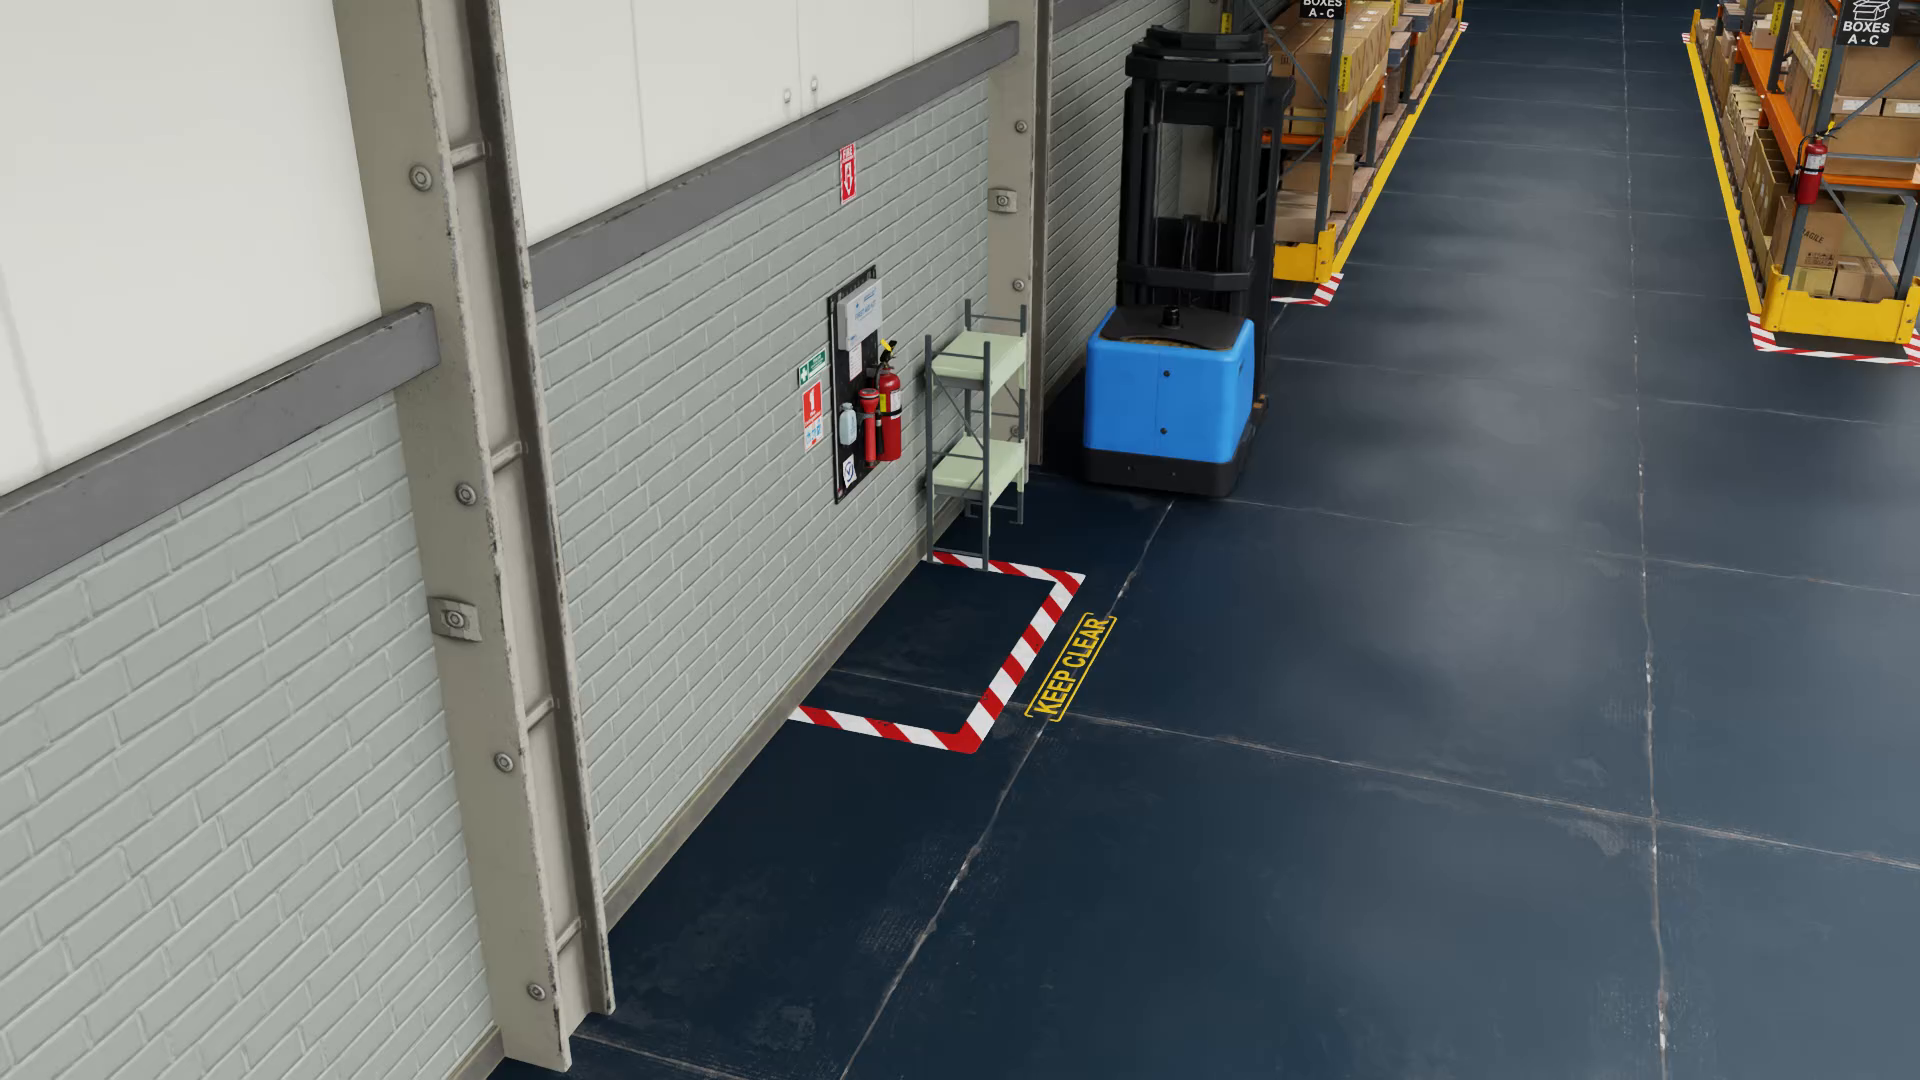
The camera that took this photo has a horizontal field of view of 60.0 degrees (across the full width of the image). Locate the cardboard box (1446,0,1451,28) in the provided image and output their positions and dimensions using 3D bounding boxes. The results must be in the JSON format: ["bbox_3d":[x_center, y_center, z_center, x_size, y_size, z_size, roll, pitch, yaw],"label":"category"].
[{"bbox_3d":[7.979,-9.031,28.347,0.700,0.500,0.500,9,27,17],"label":"cardboard box"}]

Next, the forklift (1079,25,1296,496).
[{"bbox_3d":[1.739,-2.233,11.998,1.130,2.935,3.031,7,27,15],"label":"forklift"}]

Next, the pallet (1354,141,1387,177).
[{"bbox_3d":[4.548,-4.609,20.026,1.003,0.211,1.213,9,27,17],"label":"pallet"}]

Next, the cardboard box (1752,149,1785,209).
[{"bbox_3d":[8.181,-3.559,16.472,0.500,0.500,0.500,9,27,17],"label":"cardboard box"}]

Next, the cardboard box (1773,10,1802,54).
[{"bbox_3d":[9.751,-5.823,19.221,0.500,0.500,0.500,7,27,15],"label":"cardboard box"}]

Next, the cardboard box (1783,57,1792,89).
[{"bbox_3d":[9.086,-4.968,17.740,0.500,0.250,0.500,11,28,21],"label":"cardboard box"}]

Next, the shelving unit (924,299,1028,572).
[{"bbox_3d":[0.104,-0.657,10.387,0.431,1.500,0.755,9,27,17],"label":"shelving unit"}]

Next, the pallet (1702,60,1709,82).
[{"bbox_3d":[11.855,-7.141,25.257,1.003,0.211,1.213,9,27,17],"label":"pallet"}]

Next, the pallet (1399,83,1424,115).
[{"bbox_3d":[5.955,-6.245,23.406,1.003,0.211,1.213,9,27,17],"label":"pallet"}]

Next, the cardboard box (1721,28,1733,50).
[{"bbox_3d":[10.902,-6.950,23.166,0.500,0.250,0.500,9,27,18],"label":"cardboard box"}]

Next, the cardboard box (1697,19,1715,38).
[{"bbox_3d":[12.342,-8.331,27.164,0.500,0.250,0.500,9,27,17],"label":"cardboard box"}]

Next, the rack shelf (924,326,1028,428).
[{"bbox_3d":[0.104,-1.009,10.217,0.431,0.370,0.720,9,27,17],"label":"rack shelf"}]

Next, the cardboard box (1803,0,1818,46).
[{"bbox_3d":[8.655,-5.064,16.164,0.700,0.500,0.500,9,27,17],"label":"cardboard box"}]

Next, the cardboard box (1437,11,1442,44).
[{"bbox_3d":[7.298,-8.187,26.604,0.700,0.500,0.500,9,27,18],"label":"cardboard box"}]

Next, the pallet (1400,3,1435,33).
[{"bbox_3d":[5.485,-6.793,21.557,1.213,0.211,1.003,9,27,17],"label":"pallet"}]

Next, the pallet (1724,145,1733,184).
[{"bbox_3d":[9.576,-4.383,19.560,1.003,0.211,1.213,9,27,17],"label":"pallet"}]

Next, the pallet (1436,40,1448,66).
[{"bbox_3d":[7.280,-7.877,26.777,1.003,0.211,1.213,9,27,17],"label":"pallet"}]

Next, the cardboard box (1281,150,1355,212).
[{"bbox_3d":[3.756,-3.772,17.463,0.700,0.500,0.500,7,27,14],"label":"cardboard box"}]

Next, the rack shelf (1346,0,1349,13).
[{"bbox_3d":[3.625,-5.748,16.563,1.077,0.370,4.000,9,27,17],"label":"rack shelf"}]

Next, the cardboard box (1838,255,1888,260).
[{"bbox_3d":[8.183,-2.528,15.203,0.500,0.250,0.500,9,27,17],"label":"cardboard box"}]

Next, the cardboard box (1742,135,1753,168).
[{"bbox_3d":[8.828,-4.238,18.092,0.500,0.311,0.500,9,27,17],"label":"cardboard box"}]

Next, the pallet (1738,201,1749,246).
[{"bbox_3d":[8.659,-3.251,17.222,1.003,0.211,1.213,9,27,17],"label":"pallet"}]

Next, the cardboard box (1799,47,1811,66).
[{"bbox_3d":[8.352,-4.661,16.076,0.380,0.149,0.250,8,27,16],"label":"cardboard box"}]

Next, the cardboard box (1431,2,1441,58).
[{"bbox_3d":[6.859,-7.766,25.333,0.750,0.750,0.750,9,27,18],"label":"cardboard box"}]

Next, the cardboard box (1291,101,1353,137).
[{"bbox_3d":[3.421,-3.996,15.709,0.500,0.250,0.500,8,27,16],"label":"cardboard box"}]

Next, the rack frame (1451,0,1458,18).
[{"bbox_3d":[8.284,-10.475,28.942,1.000,3.000,0.127,9,27,17],"label":"rack frame"}]

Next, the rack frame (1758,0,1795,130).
[{"bbox_3d":[8.963,-4.827,17.277,1.000,3.000,0.127,9,27,17],"label":"rack frame"}]

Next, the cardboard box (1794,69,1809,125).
[{"bbox_3d":[8.481,-4.265,16.002,0.700,0.500,0.500,9,27,18],"label":"cardboard box"}]

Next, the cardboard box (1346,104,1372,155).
[{"bbox_3d":[4.520,-4.921,19.836,0.700,0.500,0.500,10,27,19],"label":"cardboard box"}]

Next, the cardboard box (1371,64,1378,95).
[{"bbox_3d":[4.092,-4.834,17.441,0.500,0.250,0.500,9,27,17],"label":"cardboard box"}]

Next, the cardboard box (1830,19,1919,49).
[{"bbox_3d":[7.987,-4.240,14.462,0.700,0.500,0.500,8,27,16],"label":"cardboard box"}]

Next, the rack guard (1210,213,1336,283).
[{"bbox_3d":[2.985,-2.806,15.971,1.175,0.500,0.348,9,27,17],"label":"rack guard"}]

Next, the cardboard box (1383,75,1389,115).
[{"bbox_3d":[5.150,-5.762,21.572,0.700,0.500,0.500,9,27,17],"label":"cardboard box"}]

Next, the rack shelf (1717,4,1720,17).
[{"bbox_3d":[12.291,-8.612,25.921,1.077,0.370,4.000,9,27,17],"label":"rack shelf"}]

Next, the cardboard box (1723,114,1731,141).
[{"bbox_3d":[9.677,-5.042,20.396,0.500,0.250,0.500,8,27,16],"label":"cardboard box"}]

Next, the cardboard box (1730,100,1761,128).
[{"bbox_3d":[9.504,-5.075,19.820,0.500,0.311,0.500,8,27,16],"label":"cardboard box"}]

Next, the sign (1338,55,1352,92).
[{"bbox_3d":[3.471,-4.211,15.011,0.100,0.325,0.005,9,27,17],"label":"sign"}]

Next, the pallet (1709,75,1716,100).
[{"bbox_3d":[11.390,-6.519,23.973,1.003,0.211,1.213,9,27,17],"label":"pallet"}]

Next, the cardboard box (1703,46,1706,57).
[{"bbox_3d":[11.616,-7.467,25.497,0.380,0.149,0.250,9,27,17],"label":"cardboard box"}]

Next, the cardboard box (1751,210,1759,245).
[{"bbox_3d":[8.020,-3.016,16.210,0.500,0.250,0.500,9,27,17],"label":"cardboard box"}]

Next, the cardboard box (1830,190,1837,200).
[{"bbox_3d":[8.339,-3.073,15.468,0.500,0.500,0.500,9,27,17],"label":"cardboard box"}]

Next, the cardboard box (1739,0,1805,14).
[{"bbox_3d":[10.398,-6.980,21.127,0.700,0.500,0.500,0,26,0],"label":"cardboard box"}]

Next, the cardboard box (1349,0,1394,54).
[{"bbox_3d":[4.425,-5.583,18.128,0.500,0.500,0.500,9,27,17],"label":"cardboard box"}]

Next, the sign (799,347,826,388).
[{"bbox_3d":[-0.750,-0.880,8.476,0.001,0.109,0.331,9,27,17],"label":"sign"}]

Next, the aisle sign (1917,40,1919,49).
[{"bbox_3d":[7.899,-4.281,13.168,0.394,0.787,0.004,9,27,17],"label":"aisle sign"}]

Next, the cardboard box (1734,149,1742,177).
[{"bbox_3d":[8.998,-4.198,18.652,0.500,0.250,0.500,8,27,17],"label":"cardboard box"}]

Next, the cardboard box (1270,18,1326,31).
[{"bbox_3d":[3.428,-5.029,16.983,0.500,0.500,0.500,9,27,18],"label":"cardboard box"}]

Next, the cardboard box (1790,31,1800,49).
[{"bbox_3d":[8.691,-5.081,16.943,0.380,0.149,0.250,9,27,17],"label":"cardboard box"}]

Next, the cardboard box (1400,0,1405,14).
[{"bbox_3d":[5.314,-7.002,21.150,0.700,0.500,0.500,6,27,13],"label":"cardboard box"}]

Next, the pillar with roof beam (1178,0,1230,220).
[{"bbox_3d":[6.436,-6.389,13.619,9.100,9.000,0.400,9,27,17],"label":"pillar with roof beam"}]

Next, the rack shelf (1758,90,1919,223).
[{"bbox_3d":[8.298,-3.681,15.736,1.077,0.370,4.000,9,27,17],"label":"rack shelf"}]

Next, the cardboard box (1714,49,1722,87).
[{"bbox_3d":[10.894,-6.599,23.300,0.500,0.500,0.500,9,27,18],"label":"cardboard box"}]

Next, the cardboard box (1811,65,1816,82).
[{"bbox_3d":[8.009,-4.237,15.199,0.380,0.149,0.250,10,27,19],"label":"cardboard box"}]

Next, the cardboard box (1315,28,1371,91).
[{"bbox_3d":[3.754,-4.744,16.395,0.500,0.500,0.500,8,27,16],"label":"cardboard box"}]
